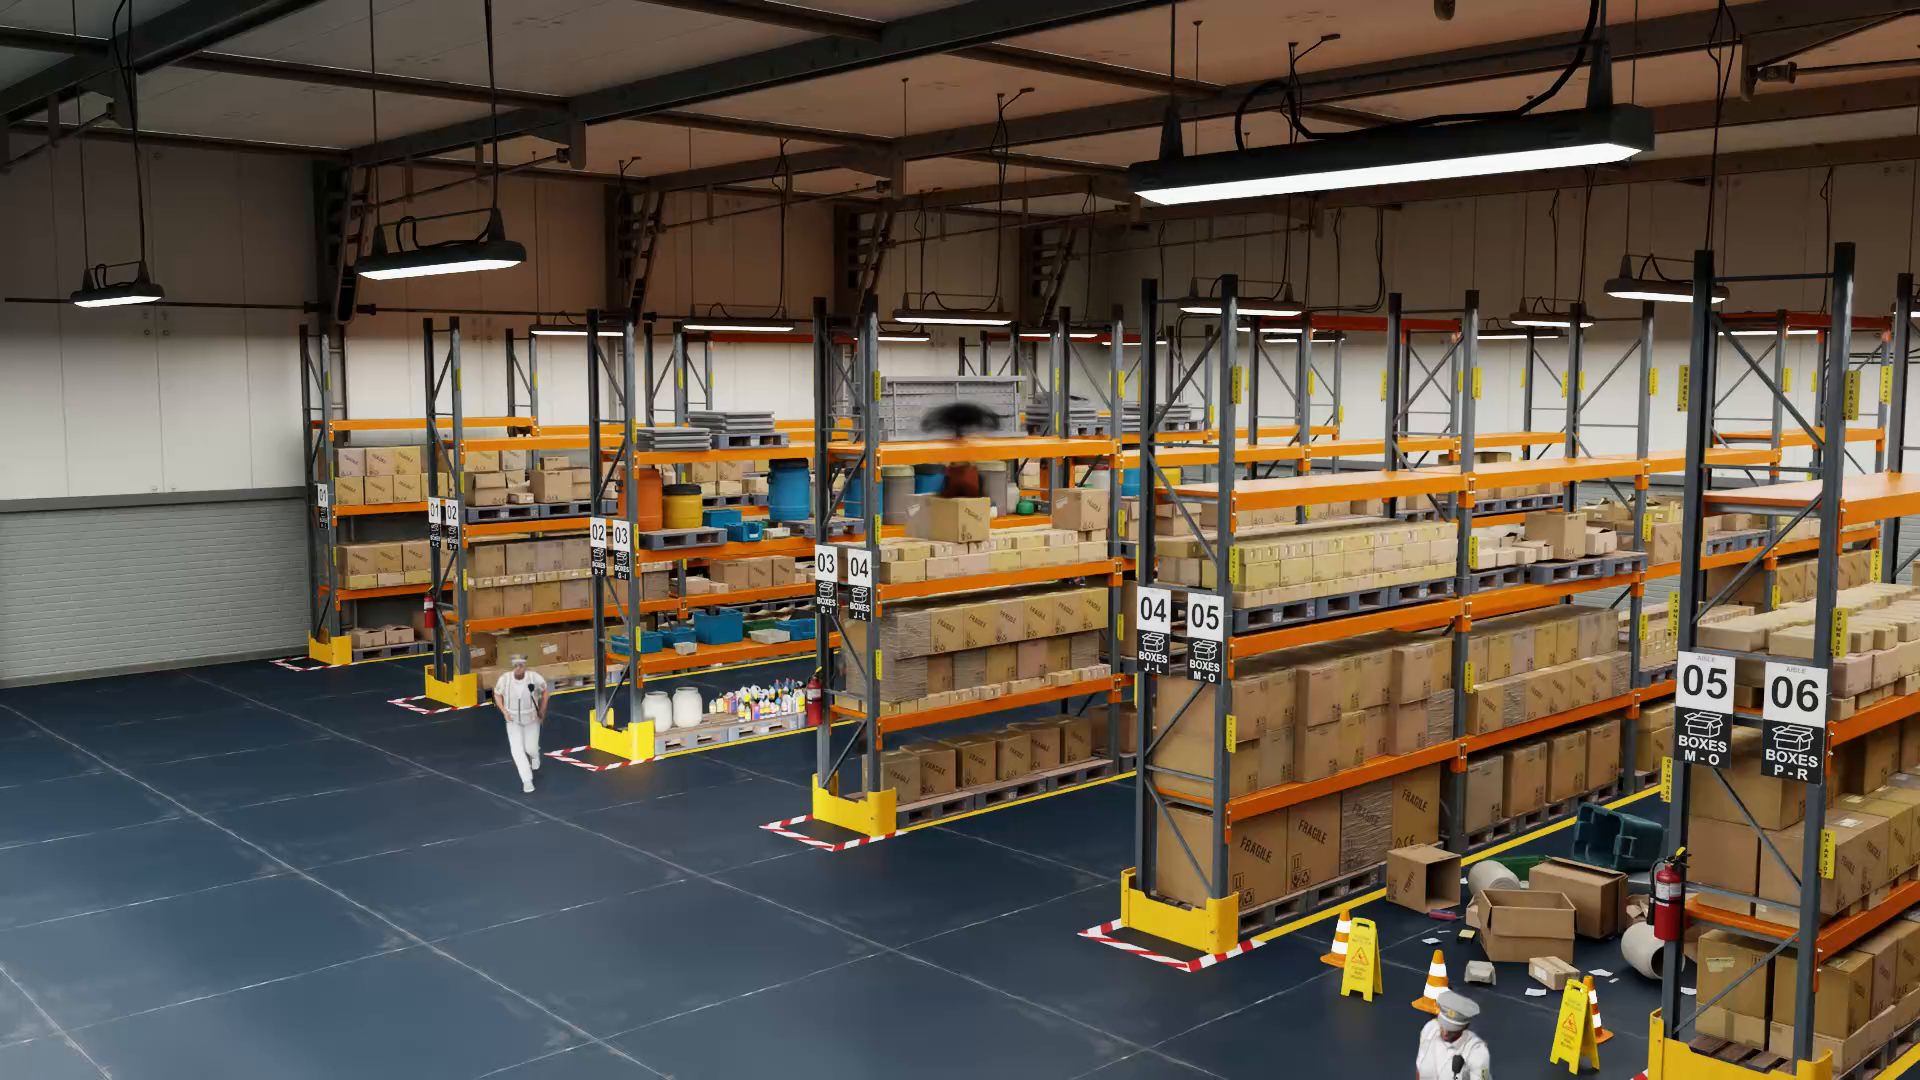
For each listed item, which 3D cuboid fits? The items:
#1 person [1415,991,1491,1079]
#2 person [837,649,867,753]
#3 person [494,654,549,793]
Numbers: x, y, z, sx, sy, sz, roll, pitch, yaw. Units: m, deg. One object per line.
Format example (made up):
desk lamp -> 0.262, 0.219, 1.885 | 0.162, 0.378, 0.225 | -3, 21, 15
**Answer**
person -> 2.875, 3.384, 9.818 | 0.717, 1.582, 0.630 | 5, 8, 43
person -> -1.374, 2.026, 22.691 | 0.609, 1.753, 0.813 | 4, 7, 31
person -> -5.467, 2.225, 20.774 | 0.653, 1.736, 0.799 | -1, 6, -6
